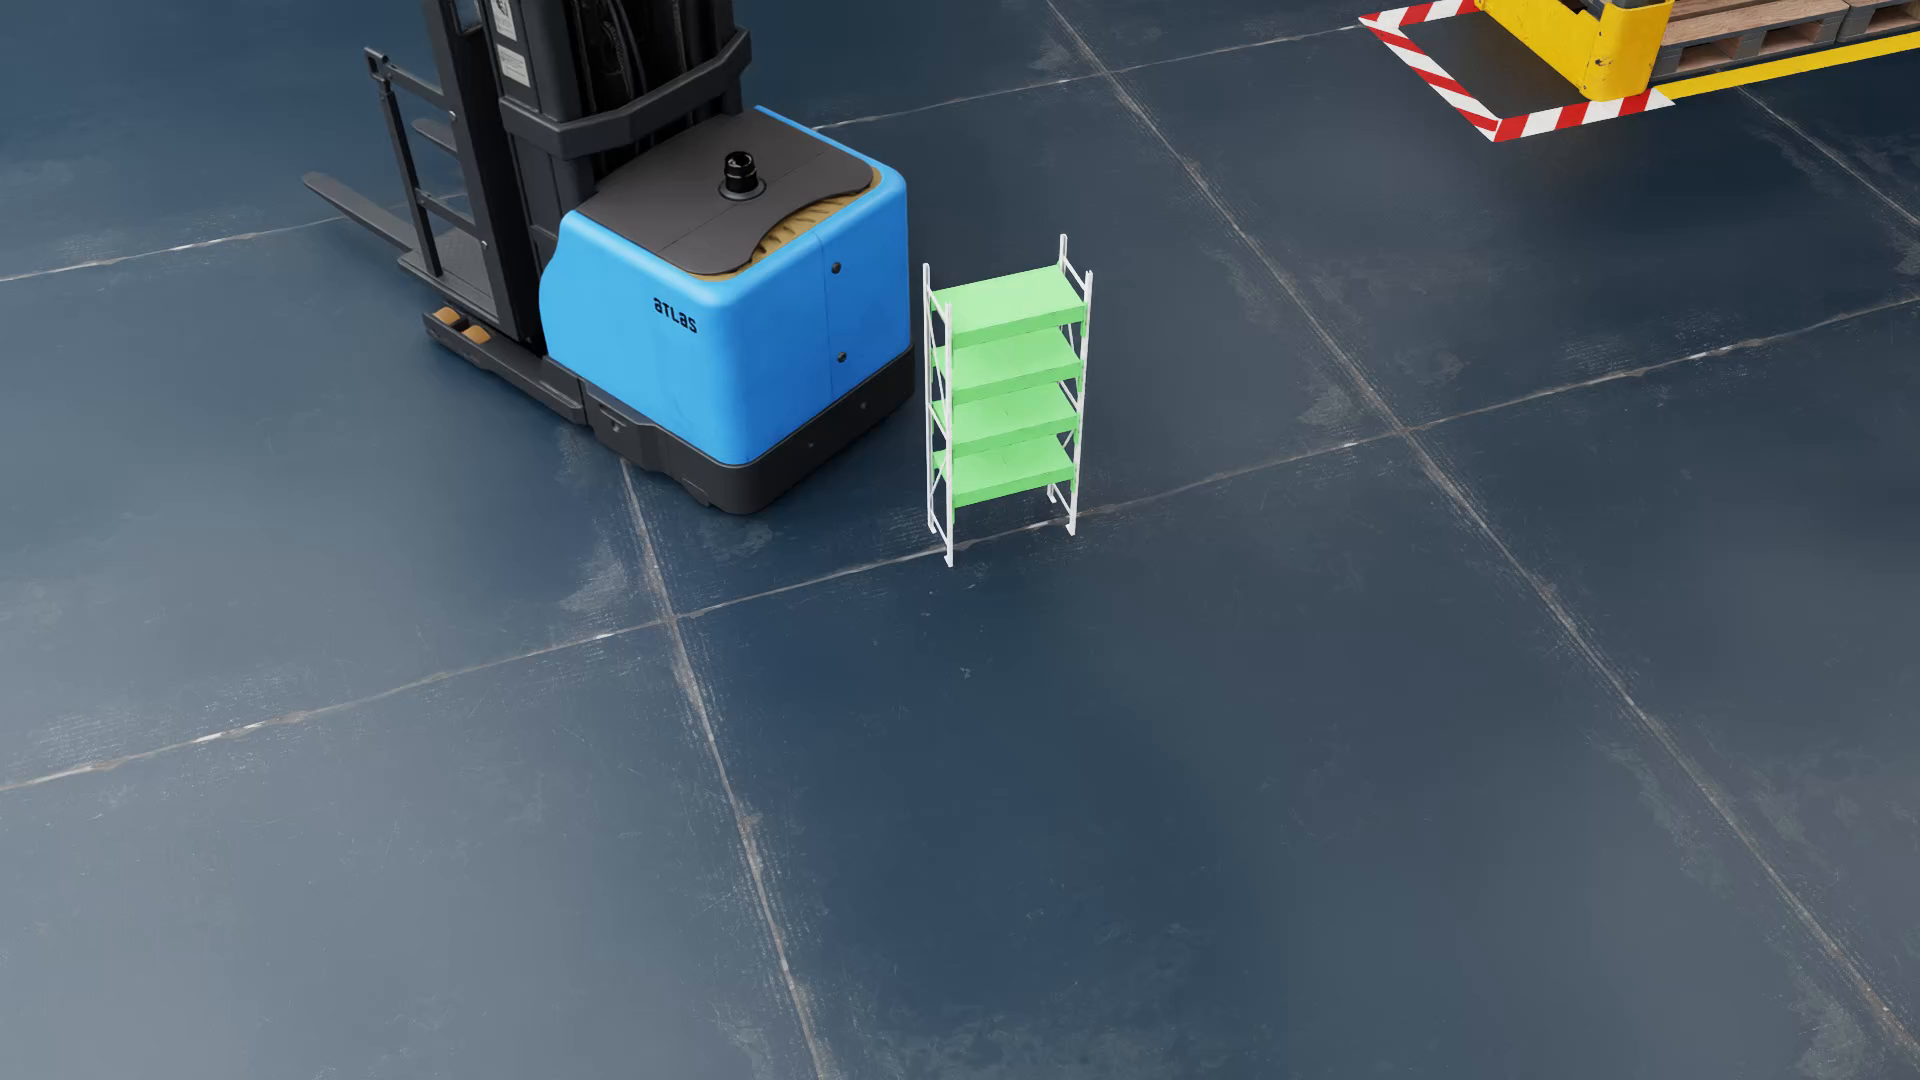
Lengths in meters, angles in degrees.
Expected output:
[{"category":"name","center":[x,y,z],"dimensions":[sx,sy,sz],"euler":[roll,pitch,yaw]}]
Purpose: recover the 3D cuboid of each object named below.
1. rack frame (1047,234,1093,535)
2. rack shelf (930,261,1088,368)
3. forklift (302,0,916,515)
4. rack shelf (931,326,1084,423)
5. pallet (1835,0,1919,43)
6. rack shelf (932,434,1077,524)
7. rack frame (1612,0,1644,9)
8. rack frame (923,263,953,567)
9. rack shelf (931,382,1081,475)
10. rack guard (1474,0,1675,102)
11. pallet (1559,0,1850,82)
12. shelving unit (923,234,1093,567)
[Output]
[{"category":"rack frame","center":[0.385,-0.522,5.923],"dimensions":[0.015,1.200,0.240],"euler":[-14,47,-14]},{"category":"rack shelf","center":[0.156,-0.757,5.570],"dimensions":[0.480,0.148,0.258],"euler":[-14,47,-14]},{"category":"forklift","center":[-1.633,-2.022,6.196],"dimensions":[3.031,2.935,1.130],"euler":[31,53,27]},{"category":"rack shelf","center":[0.156,-0.588,5.740],"dimensions":[0.480,0.148,0.258],"euler":[-14,47,-14]},{"category":"pallet","center":[5.102,-3.208,9.299],"dimensions":[1.213,0.211,1.003],"euler":[-14,47,-14]},{"category":"rack shelf","center":[0.156,-0.249,6.080],"dimensions":[0.480,0.148,0.258],"euler":[-14,47,-14]},{"category":"rack frame","center":[3.135,-3.660,7.780],"dimensions":[0.127,3.000,1.000],"euler":[-14,47,-14]},{"category":"rack frame","center":[-0.074,-0.405,5.806],"dimensions":[0.015,1.200,0.240],"euler":[-14,47,-14]},{"category":"rack shelf","center":[0.156,-0.418,5.910],"dimensions":[0.480,0.148,0.258],"euler":[-14,47,-14]},{"category":"rack guard","center":[3.190,-2.828,8.715],"dimensions":[0.348,0.500,1.175],"euler":[-14,47,-14]},{"category":"pallet","center":[3.956,-2.918,9.009],"dimensions":[1.213,0.211,1.003],"euler":[-14,47,-14]},{"category":"shelving unit","center":[0.156,-0.463,5.865],"dimensions":[0.503,1.200,0.258],"euler":[-14,47,-14]}]
